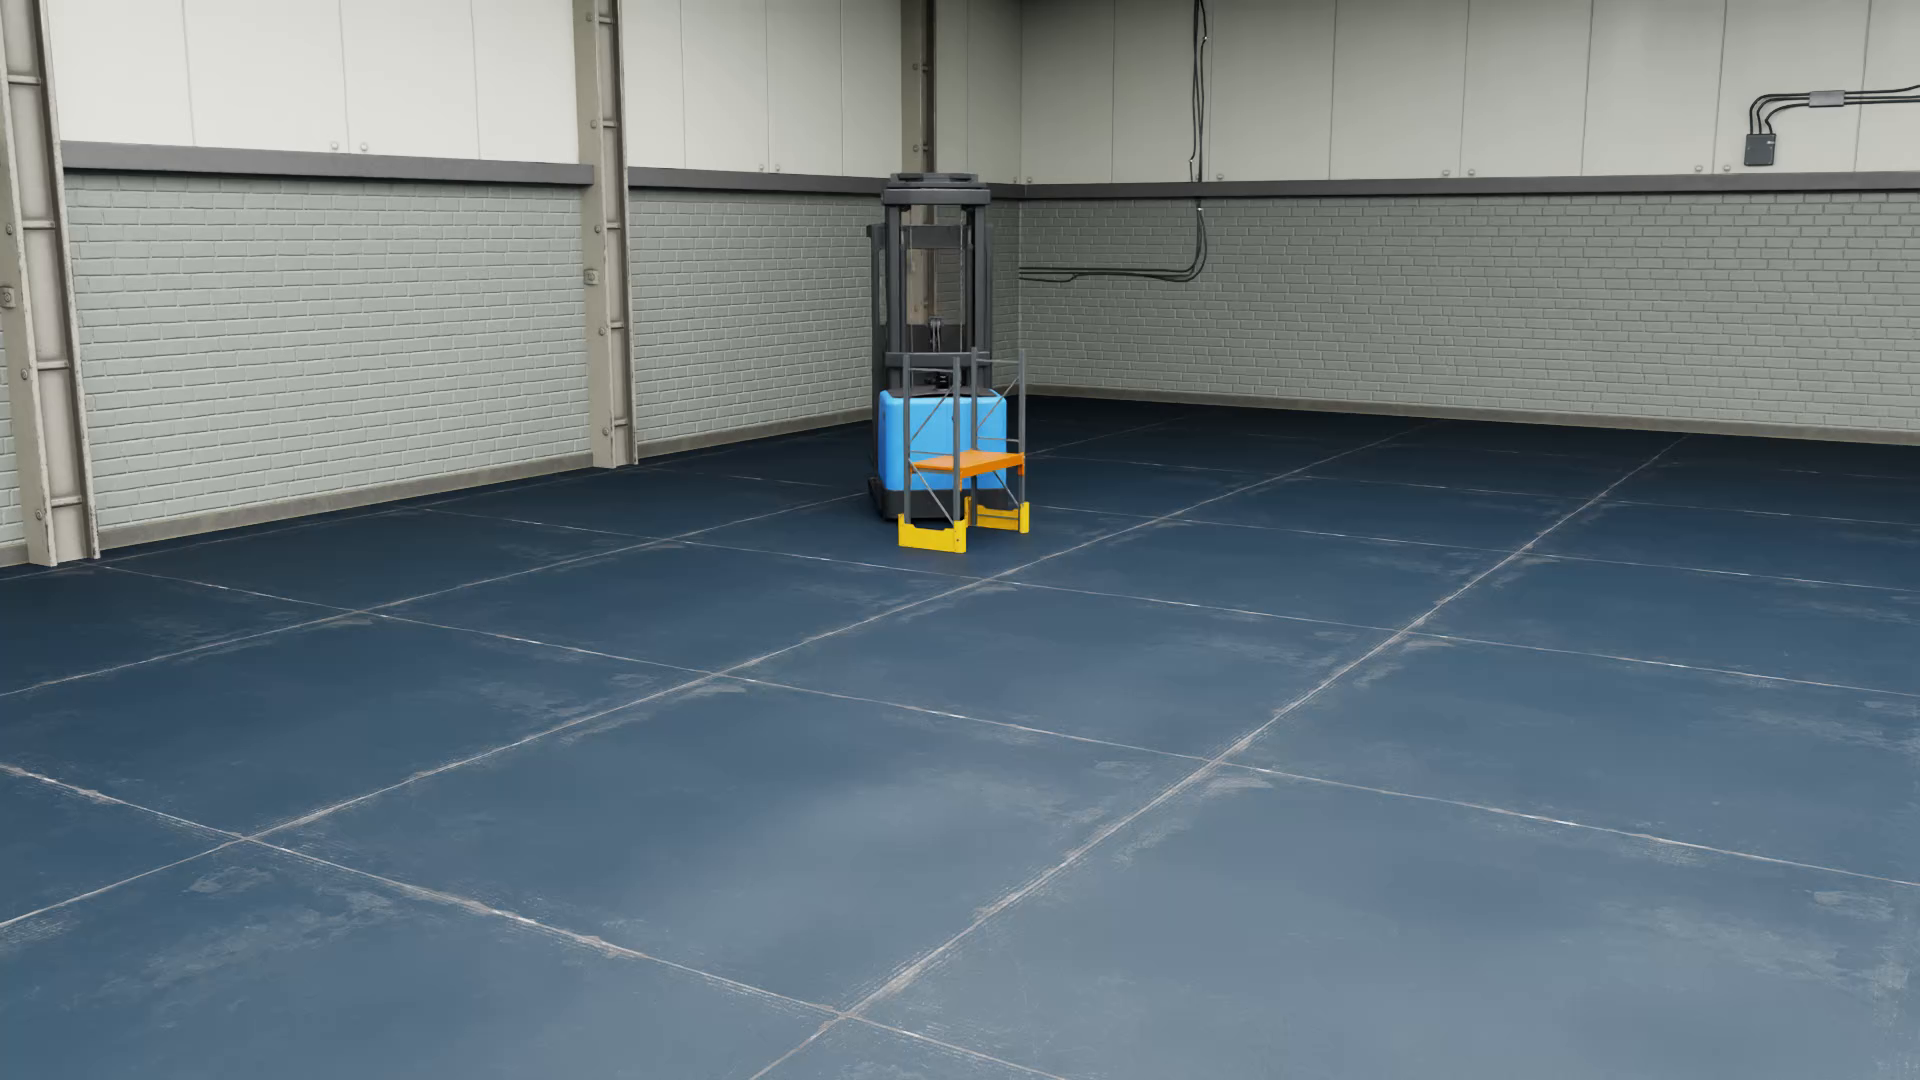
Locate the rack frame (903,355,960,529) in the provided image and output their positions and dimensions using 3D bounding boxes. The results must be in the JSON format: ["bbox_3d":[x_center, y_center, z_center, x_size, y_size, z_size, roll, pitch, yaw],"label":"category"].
[{"bbox_3d":[-0.220,-0.667,12.855,0.500,1.500,0.032,6,12,31],"label":"rack frame"}]

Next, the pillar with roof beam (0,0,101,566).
[{"bbox_3d":[-3.091,-3.862,9.543,9.100,9.000,0.400,6,12,31],"label":"pillar with roof beam"}]

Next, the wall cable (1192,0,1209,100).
[{"bbox_3d":[4.432,-7.195,22.061,3.097,2.526,0.112,6,12,31],"label":"wall cable"}]

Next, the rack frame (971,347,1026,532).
[{"bbox_3d":[0.312,-0.826,13.706,0.500,1.500,0.032,6,12,31],"label":"rack frame"}]

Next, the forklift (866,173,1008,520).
[{"bbox_3d":[-0.277,-1.834,15.200,1.130,2.935,3.031,-1,11,-6],"label":"forklift"}]

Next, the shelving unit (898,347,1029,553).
[{"bbox_3d":[0.041,-0.745,13.273,0.587,1.500,1.083,6,12,31],"label":"shelving unit"}]

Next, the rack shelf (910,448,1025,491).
[{"bbox_3d":[0.046,-0.570,13.314,0.538,0.185,1.000,6,12,31],"label":"rack shelf"}]

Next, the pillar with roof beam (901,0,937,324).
[{"bbox_3d":[3.139,-5.749,19.623,9.100,9.000,0.400,6,12,31],"label":"pillar with roof beam"}]

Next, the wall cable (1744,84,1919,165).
[{"bbox_3d":[10.225,-7.260,18.449,2.305,6.003,0.169,6,12,31],"label":"wall cable"}]

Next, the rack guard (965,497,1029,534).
[{"bbox_3d":[0.302,-0.209,13.805,0.587,0.250,0.087,6,12,31],"label":"rack guard"}]

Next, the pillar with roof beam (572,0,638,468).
[{"bbox_3d":[0.024,-4.806,14.583,9.100,9.000,0.400,6,12,31],"label":"pillar with roof beam"}]

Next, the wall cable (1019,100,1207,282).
[{"bbox_3d":[2.120,-4.971,23.906,3.097,2.526,0.112,6,12,31],"label":"wall cable"}]

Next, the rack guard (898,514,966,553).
[{"bbox_3d":[-0.220,-0.053,12.971,0.587,0.250,0.087,6,12,31],"label":"rack guard"}]
